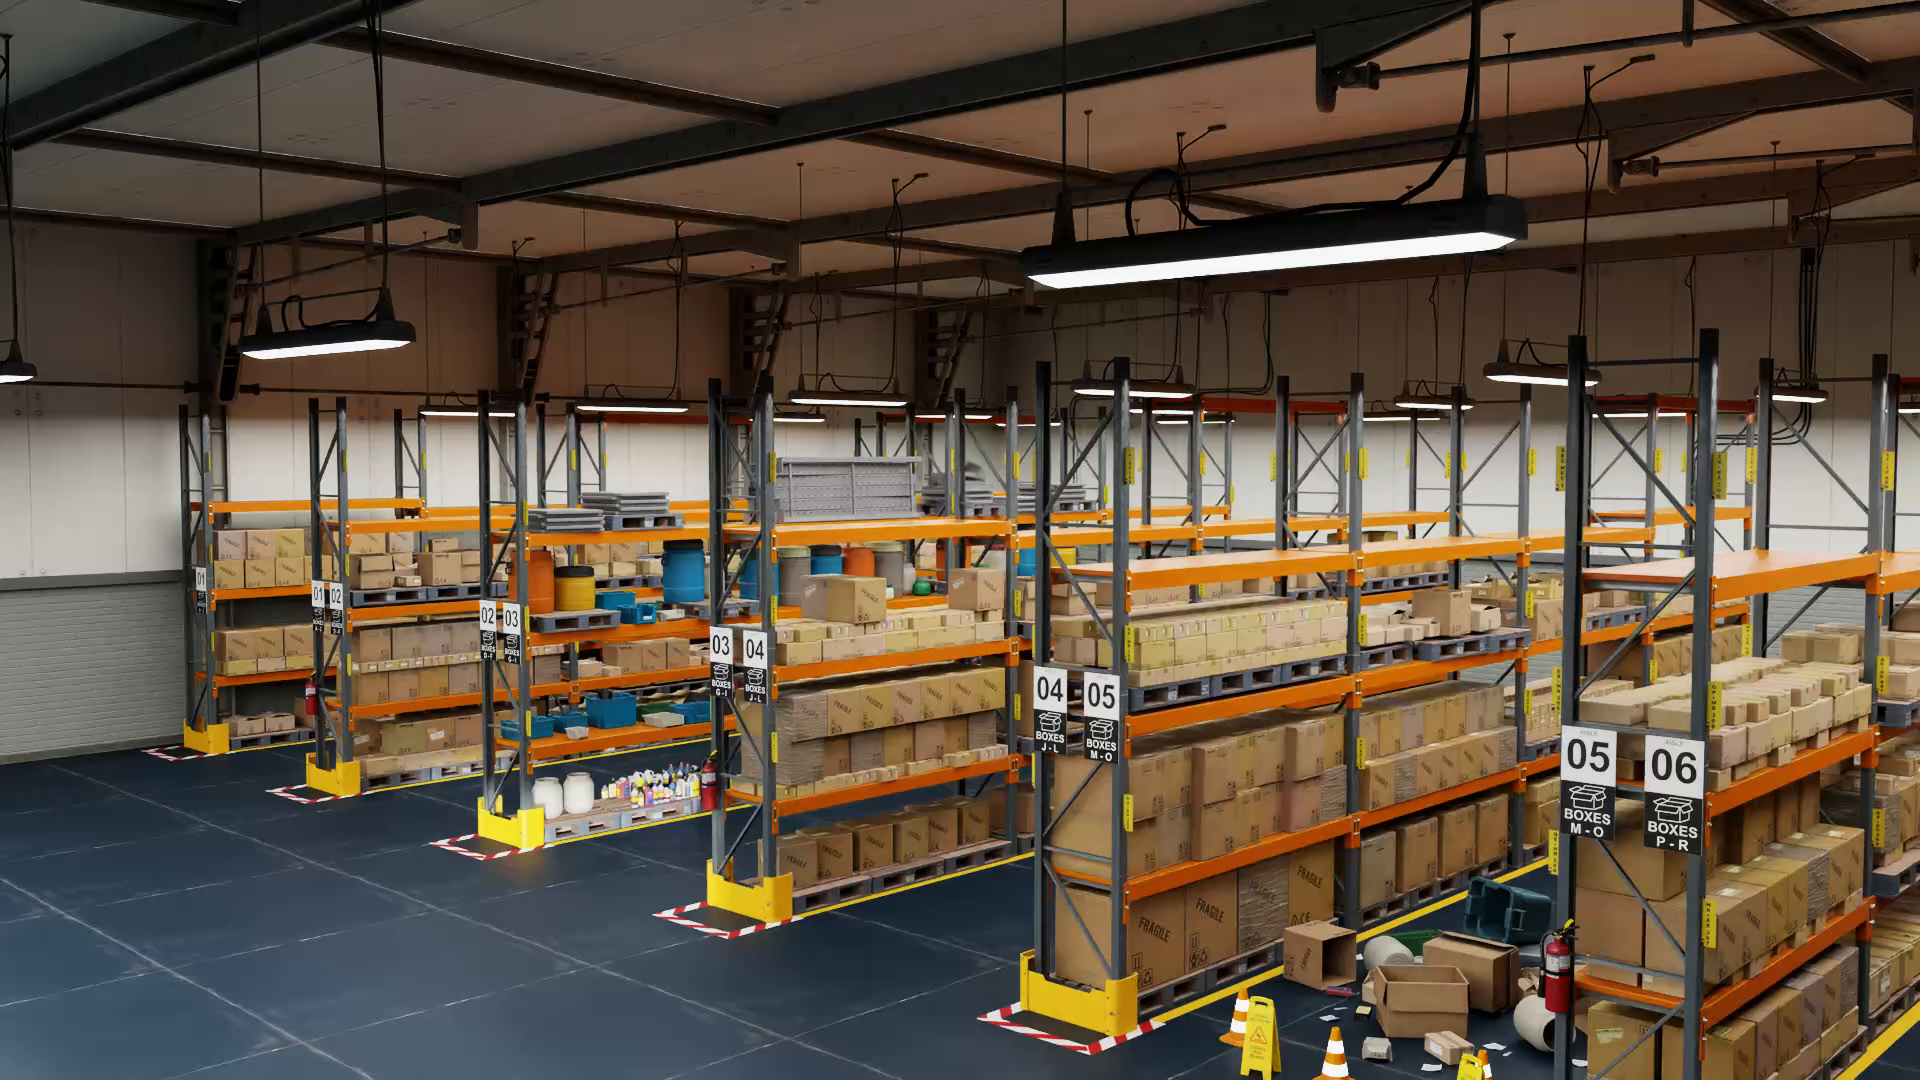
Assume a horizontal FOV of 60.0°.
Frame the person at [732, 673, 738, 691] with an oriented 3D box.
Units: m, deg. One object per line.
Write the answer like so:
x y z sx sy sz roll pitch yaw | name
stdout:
-4.568 2.558 33.599 0.654 1.701 0.930 2 3 28 | person
